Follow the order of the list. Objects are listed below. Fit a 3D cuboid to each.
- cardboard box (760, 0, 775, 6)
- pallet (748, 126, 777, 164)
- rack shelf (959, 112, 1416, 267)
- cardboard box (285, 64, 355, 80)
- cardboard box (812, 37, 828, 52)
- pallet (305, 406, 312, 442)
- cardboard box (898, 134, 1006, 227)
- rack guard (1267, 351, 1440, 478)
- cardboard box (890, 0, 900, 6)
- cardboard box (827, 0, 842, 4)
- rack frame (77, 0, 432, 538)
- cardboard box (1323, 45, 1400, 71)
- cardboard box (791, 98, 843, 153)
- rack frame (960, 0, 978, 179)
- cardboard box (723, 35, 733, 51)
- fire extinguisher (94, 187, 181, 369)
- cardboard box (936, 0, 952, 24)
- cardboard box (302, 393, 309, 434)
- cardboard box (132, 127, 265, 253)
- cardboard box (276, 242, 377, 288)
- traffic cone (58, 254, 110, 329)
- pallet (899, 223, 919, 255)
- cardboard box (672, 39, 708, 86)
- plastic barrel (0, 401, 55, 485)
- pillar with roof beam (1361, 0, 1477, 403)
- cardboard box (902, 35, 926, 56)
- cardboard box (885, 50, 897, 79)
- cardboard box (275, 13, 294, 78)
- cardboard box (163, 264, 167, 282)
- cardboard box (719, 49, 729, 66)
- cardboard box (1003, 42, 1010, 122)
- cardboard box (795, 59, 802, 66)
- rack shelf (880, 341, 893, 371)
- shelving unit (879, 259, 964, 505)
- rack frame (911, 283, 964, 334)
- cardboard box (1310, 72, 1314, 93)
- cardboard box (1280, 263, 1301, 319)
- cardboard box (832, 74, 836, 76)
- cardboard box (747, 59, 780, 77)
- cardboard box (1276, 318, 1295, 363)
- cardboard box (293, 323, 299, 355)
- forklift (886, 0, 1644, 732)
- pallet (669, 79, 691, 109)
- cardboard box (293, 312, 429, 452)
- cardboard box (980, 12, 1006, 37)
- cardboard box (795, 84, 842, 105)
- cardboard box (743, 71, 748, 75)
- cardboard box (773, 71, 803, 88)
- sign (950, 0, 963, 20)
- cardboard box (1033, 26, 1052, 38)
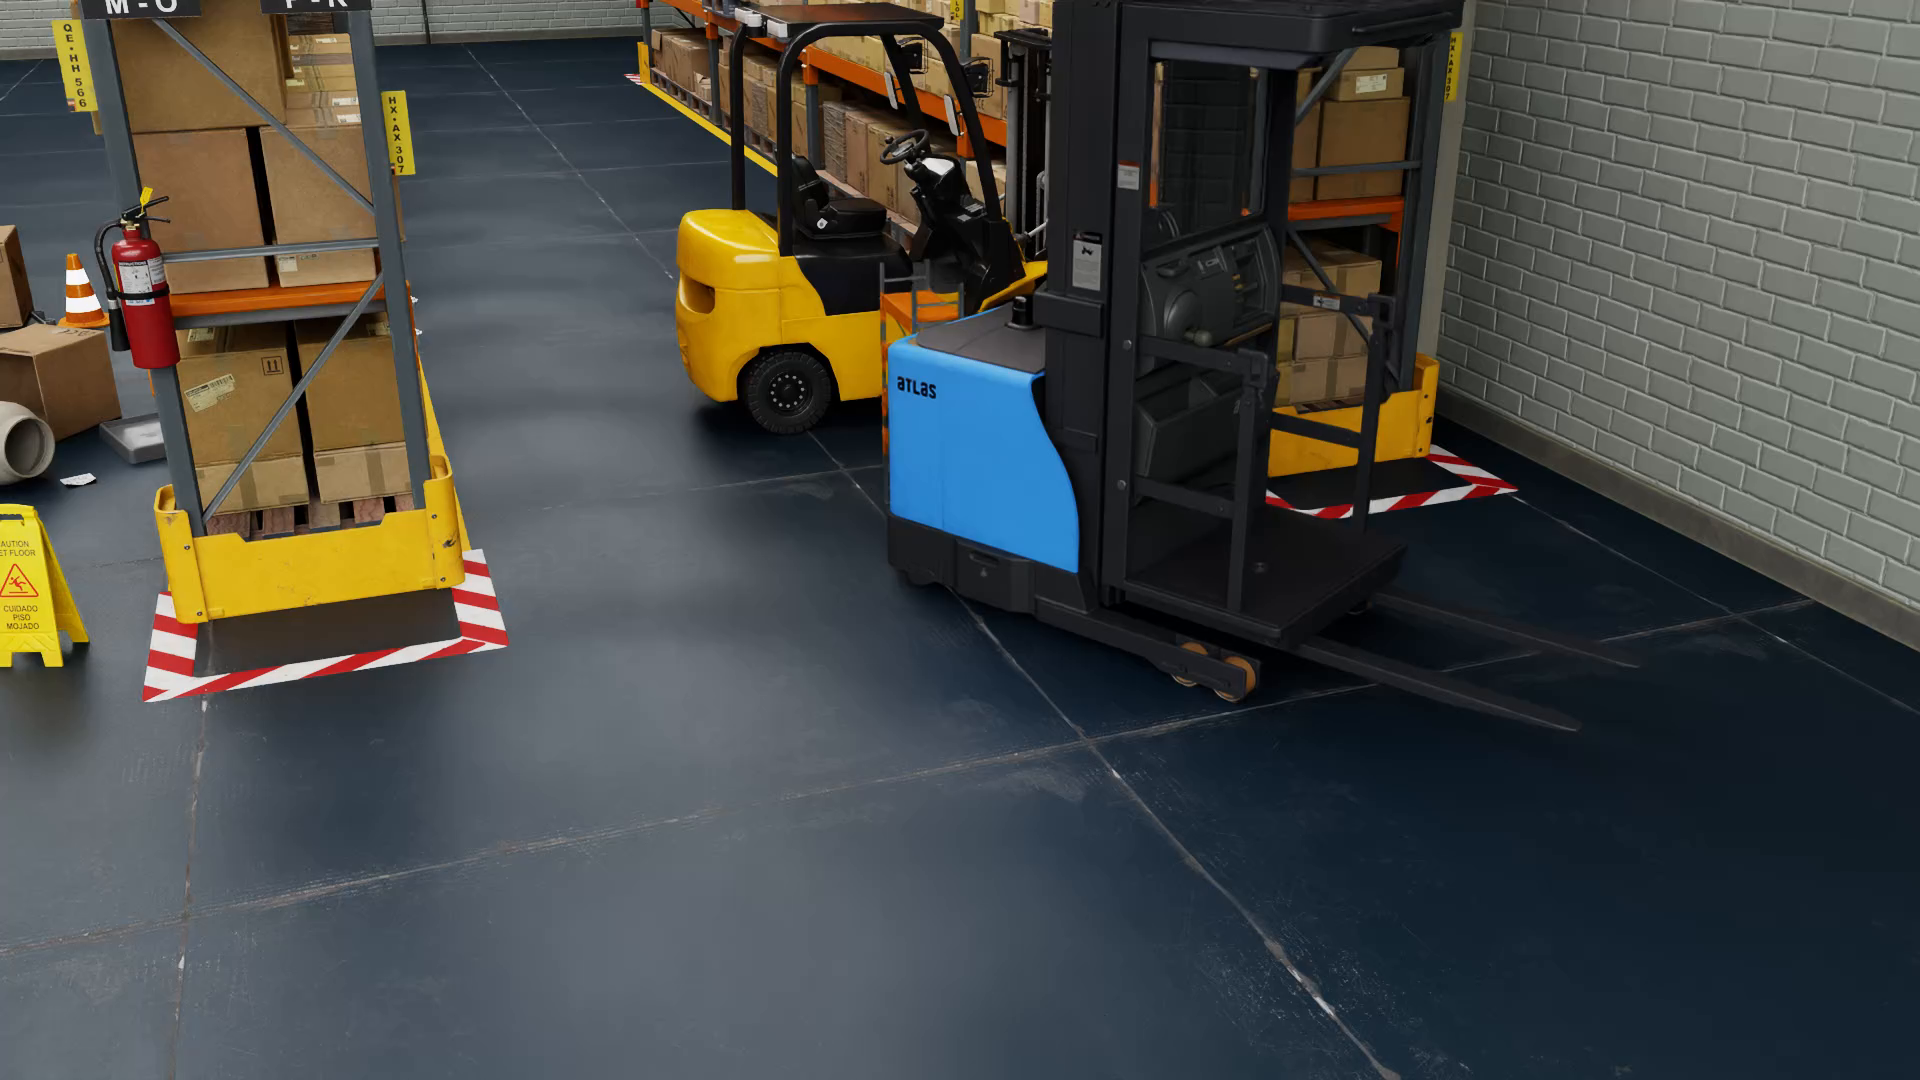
[{"bbox_3d":[-1.602,-5.194,15.863,0.500,0.250,0.500,-10,25,-21],"label":"cardboard box"},{"bbox_3d":[-1.582,-4.164,17.359,1.003,0.211,1.213,-8,24,-19],"label":"pallet"},{"bbox_3d":[1.193,-2.219,10.078,1.077,0.370,4.000,-8,24,-19],"label":"rack shelf"},{"bbox_3d":[-3.205,-2.091,8.337,0.500,0.500,0.500,-9,24,-20],"label":"cardboard box"},{"bbox_3d":[-0.998,-4.466,14.678,0.500,0.250,0.500,-8,24,-19],"label":"cardboard box"},{"bbox_3d":[-3.451,-0.626,8.964,1.003,0.211,1.213,-8,24,-19],"label":"pallet"},{"bbox_3d":[0.025,-2.847,13.160,0.875,0.625,0.625,-9,24,-20],"label":"cardboard box"},{"bbox_3d":[1.908,-0.663,8.679,1.175,0.500,0.348,-8,24,-19],"label":"rack guard"},{"bbox_3d":[-0.321,-4.176,12.831,0.380,0.149,0.250,-8,24,-19],"label":"cardboard box"},{"bbox_3d":[-0.822,-4.515,14.149,0.500,0.250,0.500,-8,24,-17],"label":"cardboard box"},{"bbox_3d":[-2.743,-1.141,6.595,1.000,3.000,0.127,-8,24,-19],"label":"rack frame"},{"bbox_3d":[1.981,-2.457,8.370,0.380,0.149,0.250,-9,24,-20],"label":"cardboard box"},{"bbox_3d":[-1.444,-4.079,16.244,0.500,0.500,0.500,-9,24,-20],"label":"cardboard box"},{"bbox_3d":[0.487,-3.277,11.663,1.000,3.000,0.127,-8,24,-19],"label":"rack frame"},{"bbox_3d":[-2.405,-5.503,18.403,0.380,0.149,0.250,-9,24,-20],"label":"cardboard box"},{"bbox_3d":[-3.133,-1.001,6.362,0.296,0.674,0.183,-8,24,-19],"label":"fire extinguisher"},{"bbox_3d":[0.050,-3.807,11.956,0.380,0.149,0.250,-9,24,-20],"label":"cardboard box"},{"bbox_3d":[-3.646,-0.703,8.555,0.500,0.250,0.500,-9,25,-21],"label":"cardboard box"},{"bbox_3d":[-3.192,-1.484,6.896,0.500,0.500,0.500,-9,24,-20],"label":"cardboard box"},{"bbox_3d":[-2.669,-1.177,7.004,0.380,0.149,0.250,-8,24,-19],"label":"cardboard box"},{"bbox_3d":[-5.903,-1.684,11.150,0.336,0.463,0.334,-8,24,-19],"label":"traffic cone"},{"bbox_3d":[0.190,-2.254,12.827,1.003,0.211,1.213,-8,24,-19],"label":"pallet"},{"bbox_3d":[-3.266,-5.922,20.615,0.500,0.500,0.500,-8,24,-18],"label":"cardboard box"},{"bbox_3d":[-4.889,-0.497,8.383,0.512,0.421,0.421,8,24,18],"label":"plastic barrel"},{"bbox_3d":[-1.530,-4.374,6.541,9.100,9.000,0.400,-8,24,-19],"label":"pillar with roof beam"},{"bbox_3d":[-0.114,-3.767,12.376,0.500,0.250,0.500,-9,24,-20],"label":"cardboard box"},{"bbox_3d":[-0.266,-3.722,12.911,0.500,0.250,0.500,-8,24,-19],"label":"cardboard box"},{"bbox_3d":[-3.622,-2.497,8.013,0.700,0.500,0.500,-9,24,-19],"label":"cardboard box"},{"bbox_3d":[-3.268,-1.209,7.079,0.380,0.149,0.250,-9,24,-20],"label":"cardboard box"},{"bbox_3d":[-2.462,-5.357,18.441,0.380,0.149,0.250,-7,24,-16],"label":"cardboard box"},{"bbox_3d":[0.599,-2.939,10.732,0.500,0.500,0.500,-8,24,-18],"label":"cardboard box"},{"bbox_3d":[-1.586,-5.051,17.715,0.380,0.149,0.250,-8,24,-18],"label":"cardboard box"},{"bbox_3d":[-0.178,-0.799,7.698,0.258,0.148,0.480,-8,24,-18],"label":"rack shelf"},{"bbox_3d":[-0.178,-0.655,7.759,0.258,1.200,0.503,-8,24,-18],"label":"shelving unit"},{"bbox_3d":[-0.098,-0.565,7.547,0.240,1.200,0.015,-8,24,-18],"label":"rack frame"},{"bbox_3d":[1.876,-2.408,8.638,0.380,0.149,0.250,-8,24,-19],"label":"cardboard box"},{"bbox_3d":[1.445,-1.335,8.768,0.500,0.250,0.500,-8,24,-17],"label":"cardboard box"},{"bbox_3d":[-1.060,-4.594,16.631,0.380,0.149,0.250,-10,25,-21],"label":"cardboard box"},{"bbox_3d":[-2.027,-4.982,17.551,0.380,0.149,0.250,-8,24,-19],"label":"cardboard box"},{"bbox_3d":[1.435,-1.114,8.888,0.500,0.250,0.500,-9,24,-20],"label":"cardboard box"},{"bbox_3d":[-3.818,-1.234,8.849,0.500,0.500,0.500,-7,24,-16],"label":"cardboard box"},{"bbox_3d":[1.137,-0.971,6.280,3.031,2.935,1.130,18,29,36],"label":"forklift"},{"bbox_3d":[-3.016,-5.592,20.747,1.003,0.211,1.213,-8,24,-19],"label":"pallet"},{"bbox_3d":[-2.778,-0.753,7.708,0.500,0.500,0.500,-9,25,-21],"label":"cardboard box"},{"bbox_3d":[0.353,-3.470,11.157,0.380,0.149,0.250,-9,24,-20],"label":"cardboard box"},{"bbox_3d":[-1.338,-4.216,15.732,0.380,0.149,0.250,-10,25,-22],"label":"cardboard box"},{"bbox_3d":[-2.182,-4.827,18.017,0.500,0.500,0.500,-9,24,-20],"label":"cardboard box"},{"bbox_3d":[-1.654,-4.605,16.656,0.380,0.149,0.250,-9,24,-20],"label":"cardboard box"},{"bbox_3d":[-0.018,-3.696,11.268,0.100,0.325,0.005,-8,24,-19],"label":"sign"},{"bbox_3d":[0.673,-3.090,10.255,0.380,0.149,0.250,-9,24,-20],"label":"cardboard box"}]
